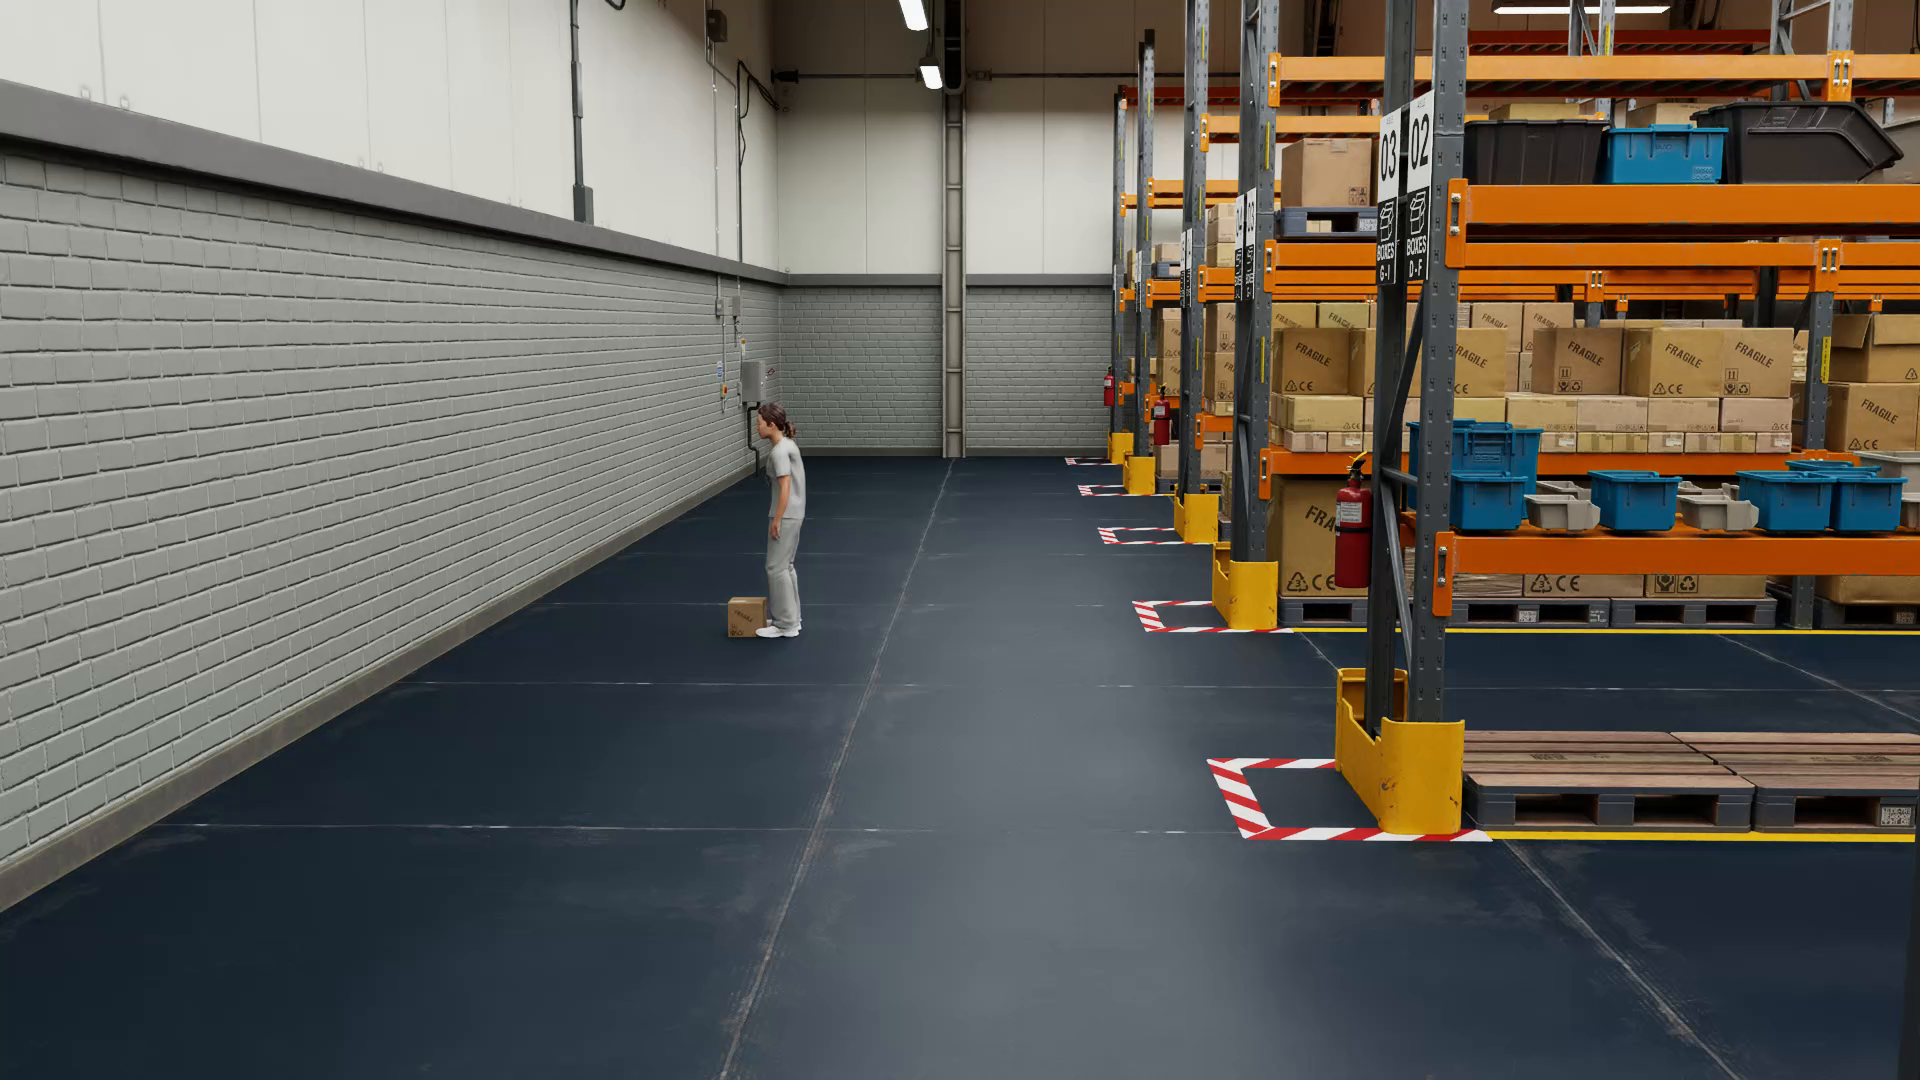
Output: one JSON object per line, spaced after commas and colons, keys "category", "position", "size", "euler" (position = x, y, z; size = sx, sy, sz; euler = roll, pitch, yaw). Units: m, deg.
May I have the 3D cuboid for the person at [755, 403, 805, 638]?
{"category": "person", "position": [-1.290, -0.147, 11.931], "size": [0.364, 1.671, 0.514], "euler": [0, 7, -2]}
